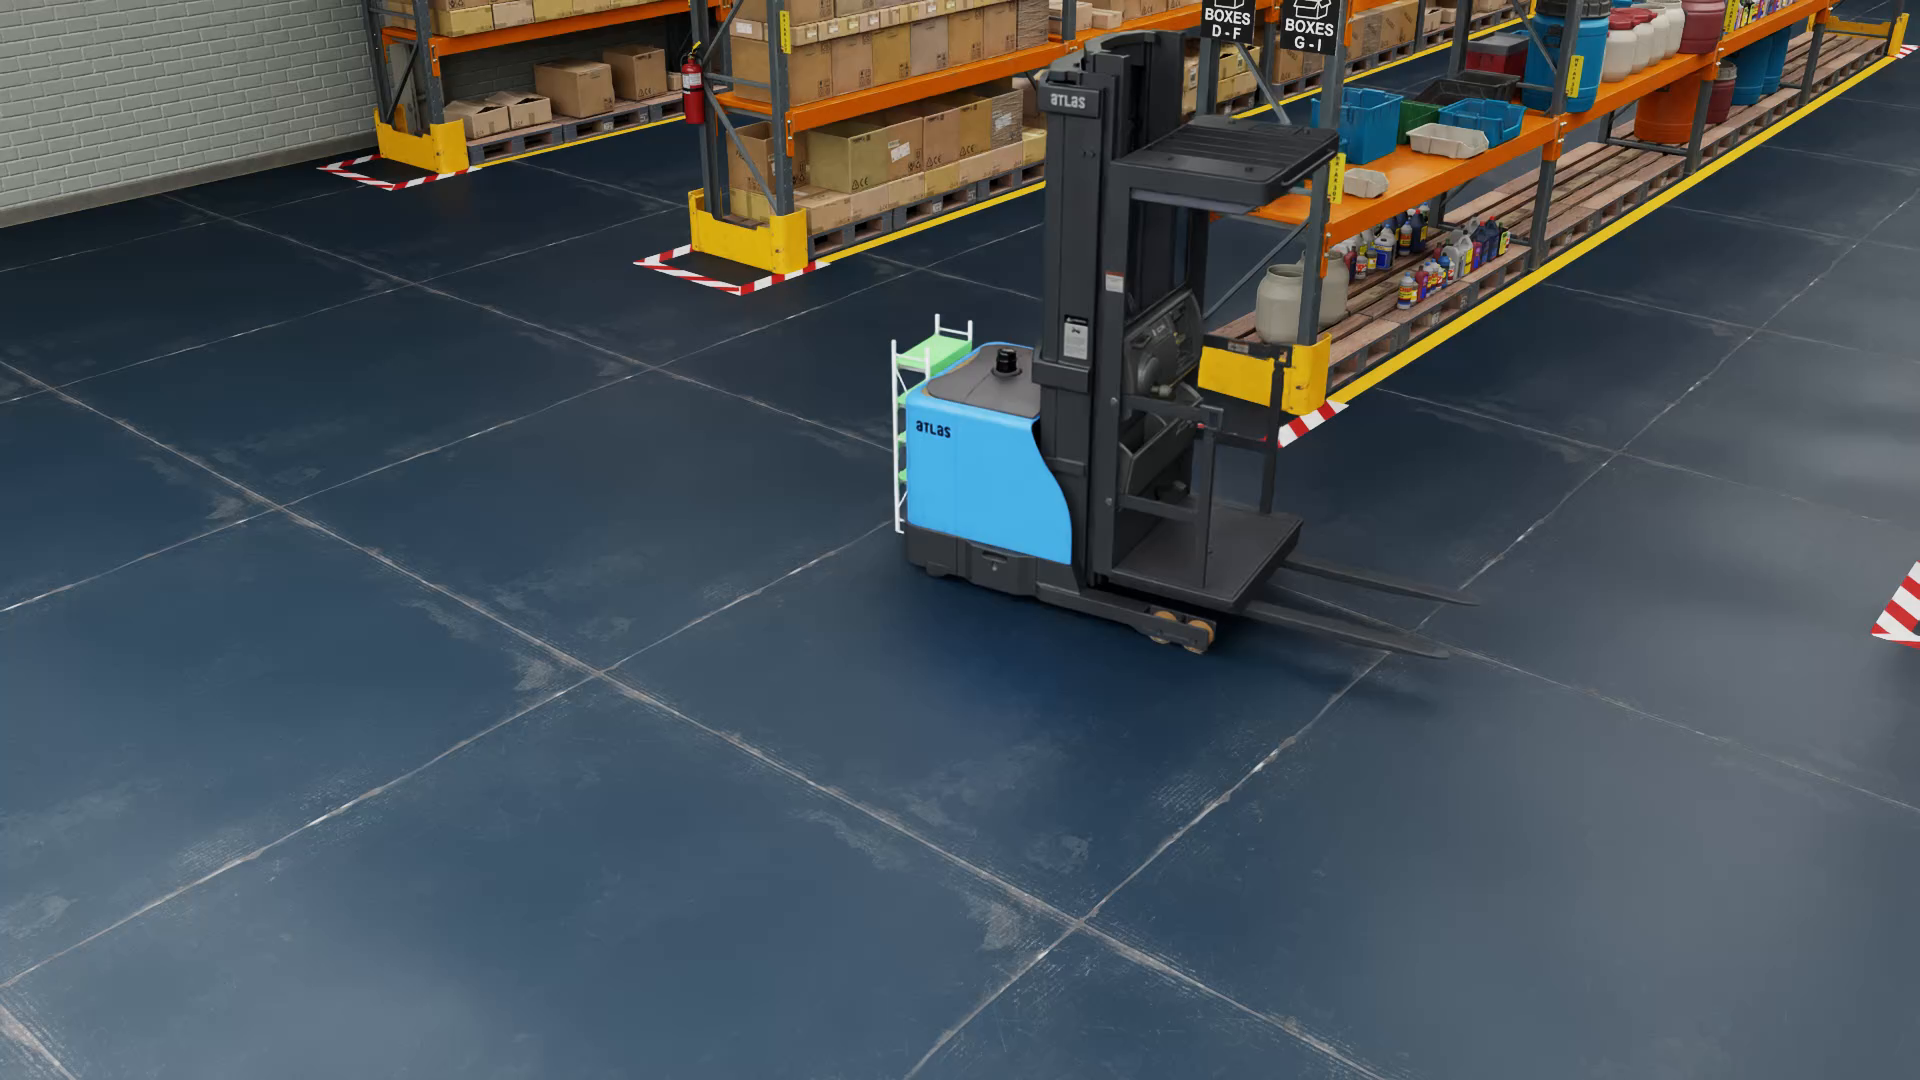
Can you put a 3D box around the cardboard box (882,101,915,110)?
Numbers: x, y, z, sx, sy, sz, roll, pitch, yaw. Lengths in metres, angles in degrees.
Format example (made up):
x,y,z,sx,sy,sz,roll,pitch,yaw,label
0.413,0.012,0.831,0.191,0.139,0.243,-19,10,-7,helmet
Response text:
x,y,z,sx,sy,sz,roll,pitch,yaw,label
-0.769,-3.924,15.791,0.500,0.500,0.500,21,34,34,cardboard box

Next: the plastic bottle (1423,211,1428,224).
x,y,z,sx,sy,sz,roll,pitch,yaw,label
3.897,-2.633,14.052,0.061,0.283,0.133,21,34,34,plastic bottle

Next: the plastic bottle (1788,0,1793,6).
x,y,z,sx,sy,sz,roll,pitch,yaw,label
9.074,-6.021,18.259,0.152,0.276,0.135,21,34,34,plastic bottle

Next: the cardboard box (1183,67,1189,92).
x,y,z,sx,sy,sz,roll,pitch,yaw,label
2.152,-5.065,18.201,0.500,0.311,0.500,22,34,36,cardboard box

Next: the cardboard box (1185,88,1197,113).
x,y,z,sx,sy,sz,roll,pitch,yaw,label
2.470,-4.996,18.678,0.500,0.250,0.500,22,34,36,cardboard box

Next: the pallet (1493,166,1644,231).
x,y,z,sx,sy,sz,roll,pitch,yaw,label
5.785,-3.268,15.838,1.003,0.211,1.213,21,34,34,pallet

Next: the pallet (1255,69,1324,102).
x,y,z,sx,sy,sz,roll,pitch,yaw,label
3.768,-5.665,20.470,1.003,0.211,1.213,21,34,34,pallet

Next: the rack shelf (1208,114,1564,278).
x,y,z,sx,sy,sz,roll,pitch,yaw,label
3.267,-2.754,12.591,1.077,0.370,4.000,21,34,34,rack shelf

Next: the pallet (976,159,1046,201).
x,y,z,sx,sy,sz,roll,pitch,yaw,label
0.182,-3.723,16.717,1.003,0.211,1.213,21,34,34,pallet

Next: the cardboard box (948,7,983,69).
x,y,z,sx,sy,sz,roll,pitch,yaw,label
-0.210,-4.751,15.560,0.700,0.500,0.500,21,34,35,cardboard box

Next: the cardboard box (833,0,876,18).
x,y,z,sx,sy,sz,roll,pitch,yaw,label
-1.154,-4.802,14.248,0.700,0.500,0.500,20,33,33,cardboard box

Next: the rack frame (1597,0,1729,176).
x,y,z,sx,sy,sz,roll,pitch,yaw,label
7.084,-5.201,16.538,1.000,3.000,0.127,21,34,34,rack frame

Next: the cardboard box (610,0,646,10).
x,y,z,sx,sy,sz,roll,pitch,yaw,label
-3.804,-6.006,18.238,0.500,0.250,0.500,21,34,34,cardboard box

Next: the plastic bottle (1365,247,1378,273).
x,y,z,sx,sy,sz,roll,pitch,yaw,label
3.318,-2.267,13.434,0.097,0.201,0.097,0,27,0,plastic bottle

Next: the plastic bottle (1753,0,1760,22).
x,y,z,sx,sy,sz,roll,pitch,yaw,label
8.291,-5.563,17.379,0.097,0.271,0.097,0,27,0,plastic bottle

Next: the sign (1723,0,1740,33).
x,y,z,sx,sy,sz,roll,pitch,yaw,label
7.513,-5.115,16.195,0.100,0.325,0.005,21,34,34,sign

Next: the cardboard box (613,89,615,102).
x,y,z,sx,sy,sz,roll,pitch,yaw,label
-4.138,-5.046,18.863,0.380,0.149,0.250,18,32,30,cardboard box

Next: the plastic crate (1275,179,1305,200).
x,y,z,sx,sy,sz,roll,pitch,yaw,label
2.083,-2.563,11.602,0.499,0.251,0.616,21,34,34,plastic crate

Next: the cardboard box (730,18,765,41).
x,y,z,sx,sy,sz,roll,pitch,yaw,label
-1.728,-4.337,14.054,0.380,0.149,0.250,20,33,34,cardboard box

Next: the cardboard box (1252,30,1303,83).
x,y,z,sx,sy,sz,roll,pitch,yaw,label
3.774,-5.813,19.963,0.500,0.500,0.500,22,35,36,cardboard box

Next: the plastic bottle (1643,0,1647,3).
x,y,z,sx,sy,sz,roll,pitch,yaw,label
7.012,-5.417,17.083,0.061,0.283,0.133,21,34,34,plastic bottle

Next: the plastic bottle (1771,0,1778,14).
x,y,z,sx,sy,sz,roll,pitch,yaw,label
8.729,-5.799,17.822,0.061,0.283,0.133,21,34,34,plastic bottle

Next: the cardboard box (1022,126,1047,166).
x,y,z,sx,sy,sz,roll,pitch,yaw,label
0.593,-3.968,16.692,0.500,0.250,0.500,21,34,34,cardboard box

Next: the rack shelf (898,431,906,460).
x,y,z,sx,sy,sz,roll,pitch,yaw,label
-0.155,-0.600,9.742,0.258,0.148,0.480,14,31,26,rack shelf

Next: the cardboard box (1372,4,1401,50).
x,y,z,sx,sy,sz,roll,pitch,yaw,label
5.395,-6.721,21.720,0.500,0.500,0.500,21,34,35,cardboard box

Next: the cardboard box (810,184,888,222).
x,y,z,sx,sy,sz,roll,pitch,yaw,label
-0.996,-3.082,14.978,0.500,0.250,0.500,21,34,34,cardboard box

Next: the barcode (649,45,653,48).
x,y,z,sx,sy,sz,roll,pitch,yaw,label
-3.634,-5.784,19.559,0.001,0.075,0.075,21,34,34,barcode

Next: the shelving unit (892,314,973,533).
x,y,z,sx,sy,sz,roll,pitch,yaw,label
-0.155,-0.656,9.713,0.258,1.200,0.503,14,31,26,shelving unit

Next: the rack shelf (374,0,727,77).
x,y,z,sx,sy,sz,roll,pitch,yaw,label
-4.377,-5.649,18.188,1.077,0.370,4.000,21,34,34,rack shelf

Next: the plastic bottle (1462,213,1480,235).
x,y,z,sx,sy,sz,roll,pitch,yaw,label
4.241,-2.531,13.782,0.144,0.351,0.185,21,34,34,plastic bottle

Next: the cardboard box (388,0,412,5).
x,y,z,sx,sy,sz,roll,pitch,yaw,label
-5.513,-5.764,16.953,0.500,0.500,0.500,20,34,34,cardboard box

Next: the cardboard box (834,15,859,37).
x,y,z,sx,sy,sz,roll,pitch,yaw,label
-1.083,-4.404,14.184,0.380,0.149,0.250,21,34,35,cardboard box

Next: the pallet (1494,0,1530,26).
x,y,z,sx,sy,sz,roll,pitch,yaw,label
7.798,-7.937,24.864,1.003,0.211,1.213,21,34,34,pallet

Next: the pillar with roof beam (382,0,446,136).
x,y,z,sx,sy,sz,roll,pitch,yaw,label
-2.550,-7.167,13.810,9.100,9.000,0.400,21,34,34,pillar with roof beam

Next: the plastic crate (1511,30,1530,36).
x,y,z,sx,sy,sz,roll,pitch,yaw,label
5.001,-4.257,14.732,0.392,0.384,0.575,21,34,34,plastic crate

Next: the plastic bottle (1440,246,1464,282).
x,y,z,sx,sy,sz,roll,pitch,yaw,label
3.918,-2.216,13.255,0.152,0.276,0.135,21,34,35,plastic bottle

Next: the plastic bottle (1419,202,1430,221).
x,y,z,sx,sy,sz,roll,pitch,yaw,label
3.999,-2.781,14.352,0.097,0.271,0.097,0,27,0,plastic bottle

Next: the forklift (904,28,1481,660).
x,y,z,sx,sy,sz,roll,pitch,yaw,label
1.229,-0.996,8.485,3.031,2.935,1.130,14,31,26,forklift

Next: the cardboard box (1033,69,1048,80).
x,y,z,sx,sy,sz,roll,pitch,yaw,label
1.082,-4.859,17.804,0.500,0.311,0.500,22,34,36,cardboard box

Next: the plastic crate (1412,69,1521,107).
x,y,z,sx,sy,sz,roll,pitch,yaw,label
4.109,-3.606,13.524,0.767,0.338,0.504,21,34,34,plastic crate

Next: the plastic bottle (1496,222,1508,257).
x,y,z,sx,sy,sz,roll,pitch,yaw,label
4.488,-2.504,13.804,0.061,0.283,0.133,23,35,37,plastic bottle

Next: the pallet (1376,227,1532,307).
x,y,z,sx,sy,sz,roll,pitch,yaw,label
4.080,-2.318,14.001,1.003,0.211,1.213,21,34,34,pallet

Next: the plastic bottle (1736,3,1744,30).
x,y,z,sx,sy,sz,roll,pitch,yaw,label
7.903,-5.368,16.998,0.152,0.276,0.135,21,34,34,plastic bottle

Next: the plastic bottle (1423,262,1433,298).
x,y,z,sx,sy,sz,roll,pitch,yaw,label
3.607,-2.021,12.883,0.097,0.271,0.097,0,27,0,plastic bottle

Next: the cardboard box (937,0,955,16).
x,y,z,sx,sy,sz,roll,pitch,yaw,label
-0.263,-4.860,15.065,0.380,0.149,0.250,22,35,36,cardboard box

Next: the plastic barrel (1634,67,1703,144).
x,y,z,sx,sy,sz,roll,pitch,yaw,label
7.382,-4.602,17.285,0.600,0.830,0.708,21,34,34,plastic barrel

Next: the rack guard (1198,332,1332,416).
x,y,z,sx,sy,sz,roll,pitch,yaw,label
2.007,-1.295,11.708,1.175,0.500,0.348,21,34,34,rack guard

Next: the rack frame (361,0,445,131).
x,y,z,sx,sy,sz,roll,pitch,yaw,label
-5.649,-5.260,16.652,1.000,3.000,0.127,21,34,34,rack frame

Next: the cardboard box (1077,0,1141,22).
x,y,z,sx,sy,sz,roll,pitch,yaw,label
1.556,-5.730,17.453,0.500,0.500,0.500,24,36,38,cardboard box

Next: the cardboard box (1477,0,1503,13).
x,y,z,sx,sy,sz,roll,pitch,yaw,label
7.569,-7.867,24.207,0.500,0.250,0.500,21,34,34,cardboard box

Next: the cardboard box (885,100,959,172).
x,y,z,sx,sy,sz,roll,pitch,yaw,label
-0.356,-3.768,15.488,0.500,0.500,0.500,21,34,34,cardboard box

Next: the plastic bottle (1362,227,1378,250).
x,y,z,sx,sy,sz,roll,pitch,yaw,label
3.316,-2.419,13.565,0.144,0.351,0.185,20,34,34,plastic bottle

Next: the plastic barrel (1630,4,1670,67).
x,y,z,sx,sy,sz,roll,pitch,yaw,label
6.326,-4.674,15.398,0.421,0.512,0.421,0,27,0,plastic barrel
